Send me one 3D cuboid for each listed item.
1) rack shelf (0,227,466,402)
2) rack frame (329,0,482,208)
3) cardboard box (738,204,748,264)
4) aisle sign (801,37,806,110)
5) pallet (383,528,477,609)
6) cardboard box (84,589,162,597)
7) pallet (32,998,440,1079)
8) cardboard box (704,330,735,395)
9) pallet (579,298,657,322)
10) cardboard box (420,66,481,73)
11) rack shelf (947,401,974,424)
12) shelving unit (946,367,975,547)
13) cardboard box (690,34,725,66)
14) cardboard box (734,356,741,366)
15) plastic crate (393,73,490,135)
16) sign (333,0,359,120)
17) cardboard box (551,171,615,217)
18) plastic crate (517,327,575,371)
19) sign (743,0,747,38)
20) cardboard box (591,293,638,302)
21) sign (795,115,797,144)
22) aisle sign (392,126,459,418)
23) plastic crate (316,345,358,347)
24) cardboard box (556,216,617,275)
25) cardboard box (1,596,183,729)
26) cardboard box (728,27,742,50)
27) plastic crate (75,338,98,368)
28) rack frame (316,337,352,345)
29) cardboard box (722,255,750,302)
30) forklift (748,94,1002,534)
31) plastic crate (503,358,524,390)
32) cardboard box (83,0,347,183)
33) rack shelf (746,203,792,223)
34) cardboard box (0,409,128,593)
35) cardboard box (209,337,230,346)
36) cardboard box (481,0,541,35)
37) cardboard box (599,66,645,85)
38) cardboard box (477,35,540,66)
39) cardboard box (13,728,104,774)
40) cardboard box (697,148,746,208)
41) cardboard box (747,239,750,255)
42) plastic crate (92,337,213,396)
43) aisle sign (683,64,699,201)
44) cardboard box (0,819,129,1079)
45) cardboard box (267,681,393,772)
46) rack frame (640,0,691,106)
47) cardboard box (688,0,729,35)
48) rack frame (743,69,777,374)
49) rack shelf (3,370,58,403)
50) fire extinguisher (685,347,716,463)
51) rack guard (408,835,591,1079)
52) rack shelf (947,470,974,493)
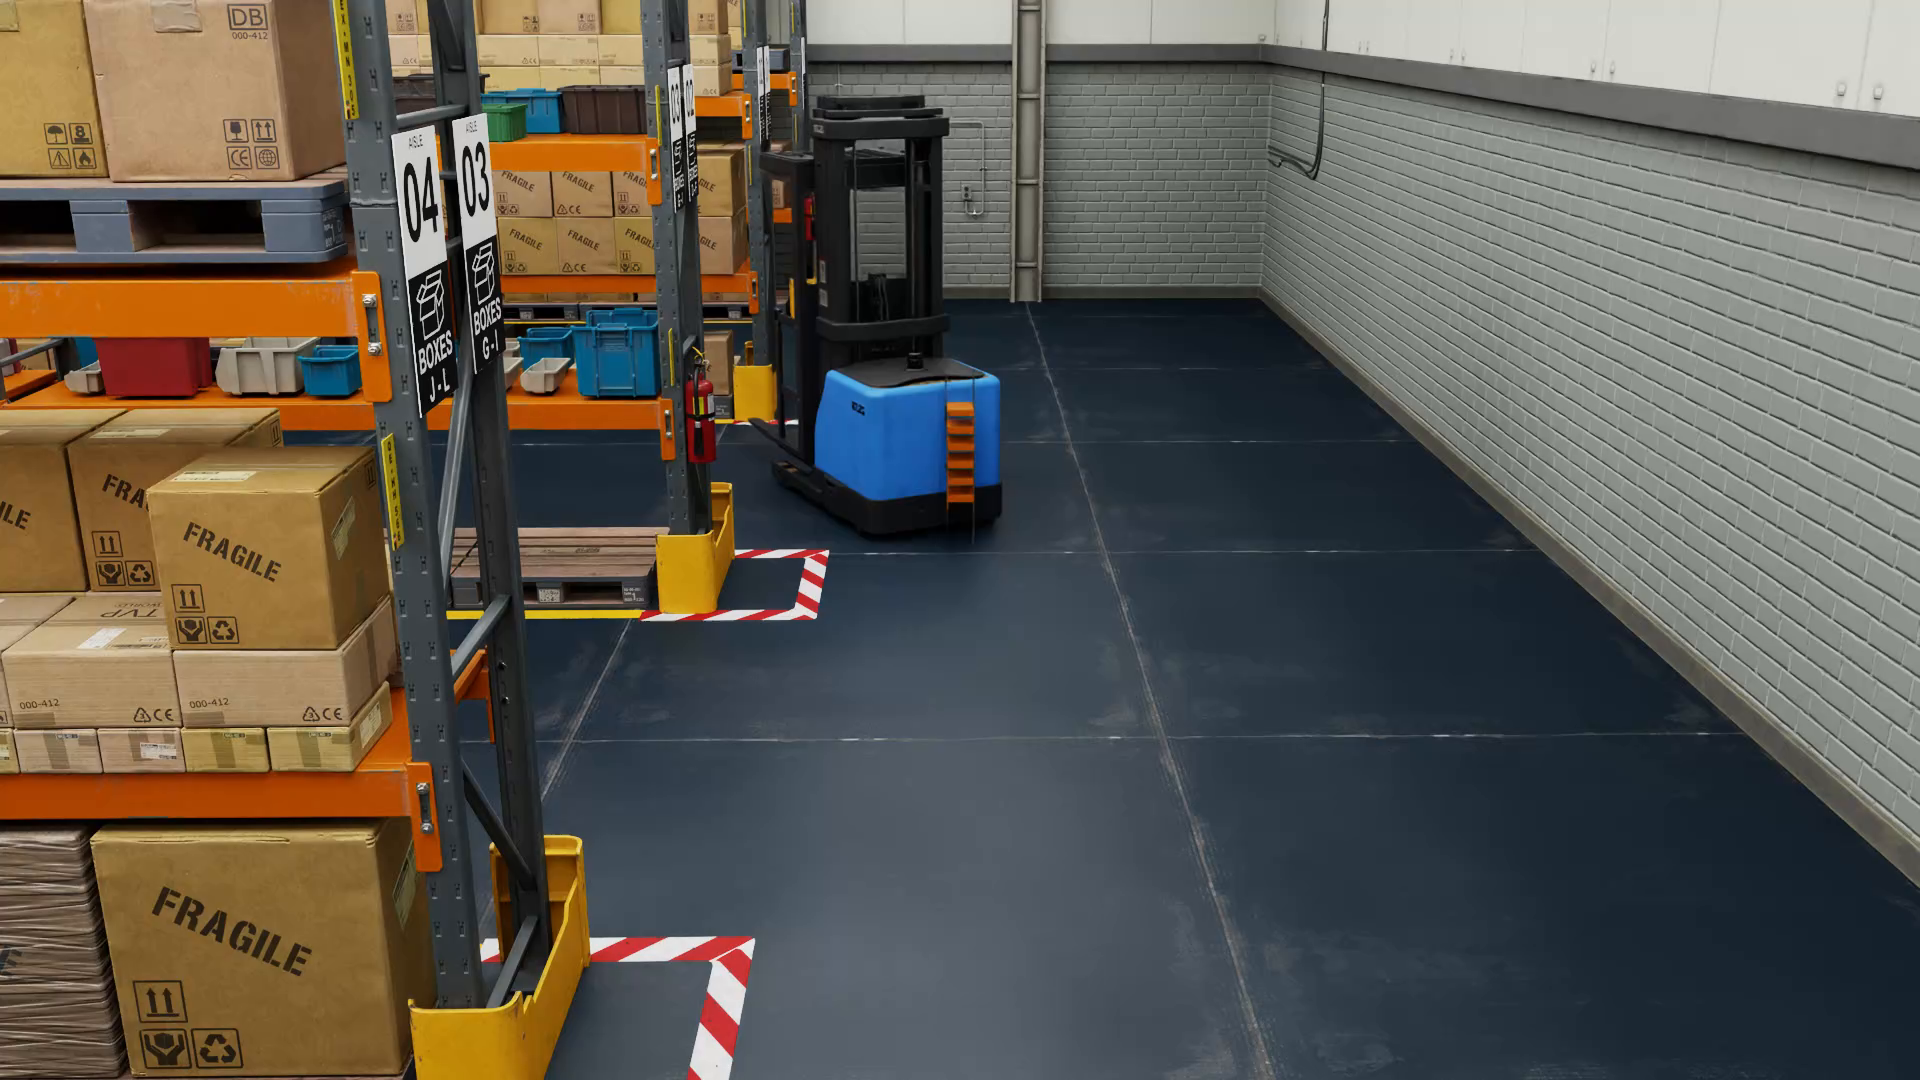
[{"bbox_3d":[-3.624,-0.715,5.134,4.000,0.370,1.077,0,18,-1],"label":"rack shelf"},{"bbox_3d":[-1.624,-2.496,4.596,0.127,3.000,1.000,0,18,-1],"label":"rack frame"},{"bbox_3d":[-2.225,-2.791,15.173,0.500,0.500,0.500,0,18,0],"label":"cardboard box"},{"bbox_3d":[-1.782,-5.324,18.979,0.004,0.787,0.394,0,18,-1],"label":"aisle sign"},{"bbox_3d":[-3.744,0.173,10.663,1.213,0.211,1.003,0,18,-1],"label":"pallet"},{"bbox_3d":[-2.628,0.215,5.726,0.500,0.250,0.500,0,18,-2],"label":"cardboard box"},{"bbox_3d":[-2.422,1.716,5.852,1.213,0.211,1.003,0,18,-1],"label":"pallet"},{"bbox_3d":[-2.317,-1.606,15.016,0.500,0.500,0.500,0,18,-1],"label":"cardboard box"},{"bbox_3d":[-3.874,-2.817,19.985,1.213,0.211,1.003,0,18,-1],"label":"pallet"},{"bbox_3d":[-4.286,-3.932,14.231,0.500,0.250,0.500,0,18,-1],"label":"cardboard box"},{"bbox_3d":[0.001,-0.864,11.243,0.180,0.103,0.258,-1,18,-2],"label":"rack shelf"},{"bbox_3d":[0.001,-0.563,11.339,0.189,1.200,0.258,-1,18,-2],"label":"shelving unit"},{"bbox_3d":[-2.286,-4.180,14.182,0.500,0.250,0.500,0,18,-1],"label":"cardboard box"},{"bbox_3d":[-2.201,-1.620,15.634,0.250,0.149,0.380,0,18,-1],"label":"cardboard box"},{"bbox_3d":[-3.234,-2.627,10.018,0.767,0.338,0.504,0,18,-1],"label":"plastic crate"},{"bbox_3d":[-1.630,-1.286,4.414,0.005,0.325,0.100,0,18,-1],"label":"sign"},{"bbox_3d":[-3.241,-3.096,14.487,0.500,0.500,0.500,0,18,1],"label":"cardboard box"},{"bbox_3d":[-2.613,-1.197,10.545,0.300,0.233,0.416,0,18,-1],"label":"plastic crate"},{"bbox_3d":[-1.788,-4.345,13.822,0.005,0.325,0.100,0,18,-1],"label":"sign"},{"bbox_3d":[-4.093,-3.144,19.842,0.500,0.500,0.700,0,18,0],"label":"cardboard box"},{"bbox_3d":[-1.864,-4.676,18.931,0.005,0.325,0.100,0,18,-1],"label":"sign"},{"bbox_3d":[-1.548,-0.786,4.831,0.004,0.787,0.394,0,18,-1],"label":"aisle sign"},{"bbox_3d":[-3.966,-1.136,10.512,0.466,0.136,0.293,0,18,-1],"label":"plastic crate"},{"bbox_3d":[-3.238,-2.623,14.650,0.500,0.500,0.500,0,18,0],"label":"cardboard box"},{"bbox_3d":[-2.612,0.376,5.223,0.500,0.250,0.500,-1,18,-2],"label":"cardboard box"},{"bbox_3d":[-2.587,-5.698,18.882,0.500,0.250,0.500,0,18,1],"label":"cardboard box"},{"bbox_3d":[-5.240,-1.260,10.493,0.575,0.384,0.392,0,18,-1],"label":"plastic crate"},{"bbox_3d":[-5.776,-2.646,14.884,0.127,3.000,1.000,0,18,-1],"label":"rack frame"},{"bbox_3d":[-2.557,-3.154,19.873,0.500,0.500,0.700,0,18,-1],"label":"cardboard box"},{"bbox_3d":[-0.812,-1.840,12.484,1.130,2.935,3.031,-9,20,-25],"label":"forklift"},{"bbox_3d":[-2.805,-0.999,10.084,0.243,0.136,0.396,0,18,-1],"label":"plastic crate"},{"bbox_3d":[-2.143,-1.344,4.901,0.500,0.500,0.700,-1,18,-4],"label":"cardboard box"},{"bbox_3d":[-3.859,-3.826,19.741,4.000,0.370,1.077,0,18,-1],"label":"rack shelf"},{"bbox_3d":[-3.126,-0.140,5.604,0.500,0.500,0.500,-1,18,-2],"label":"cardboard box"},{"bbox_3d":[-6.760,-1.575,14.919,0.500,0.500,0.500,0,18,-1],"label":"cardboard box"},{"bbox_3d":[-3.791,-4.624,14.340,0.500,0.500,0.700,0,18,-1],"label":"cardboard box"},{"bbox_3d":[-2.786,-3.940,14.253,0.500,0.250,0.500,0,18,-1],"label":"cardboard box"},{"bbox_3d":[-3.786,-4.171,14.157,0.500,0.250,0.500,0,18,-1],"label":"cardboard box"},{"bbox_3d":[-2.737,0.586,5.221,0.250,0.149,0.380,0,18,0],"label":"cardboard box"},{"bbox_3d":[-2.225,-3.267,15.021,0.500,0.500,0.500,0,18,1],"label":"cardboard box"},{"bbox_3d":[-2.435,-3.524,19.966,0.250,0.149,0.380,0,18,0],"label":"cardboard box"},{"bbox_3d":[-4.805,-1.120,9.924,0.583,0.464,0.402,0,18,-1],"label":"plastic crate"},{"bbox_3d":[-1.635,-2.481,10.115,0.004,0.787,0.394,0,18,-1],"label":"aisle sign"},{"bbox_3d":[-3.173,1.204,5.674,0.875,0.875,0.875,0,18,-1],"label":"cardboard box"},{"bbox_3d":[-1.975,0.583,5.232,0.250,0.149,0.380,0,18,0],"label":"cardboard box"},{"bbox_3d":[-1.702,-4.009,9.312,0.127,3.000,1.000,0,18,-1],"label":"rack frame"},{"bbox_3d":[-2.290,-4.610,14.295,0.500,0.500,0.700,0,18,-1],"label":"cardboard box"},{"bbox_3d":[-1.777,-2.665,14.944,0.127,3.000,1.000,0,18,-1],"label":"rack frame"},{"bbox_3d":[-7.702,-0.781,10.248,4.000,0.370,1.077,0,18,-1],"label":"rack shelf"},{"bbox_3d":[-1.544,-0.800,9.867,0.183,0.674,0.296,0,18,-1],"label":"fire extinguisher"},{"bbox_3d":[-1.600,1.551,5.895,0.348,0.500,1.175,0,18,-1],"label":"rack guard"},{"bbox_3d":[0.001,-0.407,11.389,0.180,0.103,0.258,-1,18,-2],"label":"rack shelf"}]
